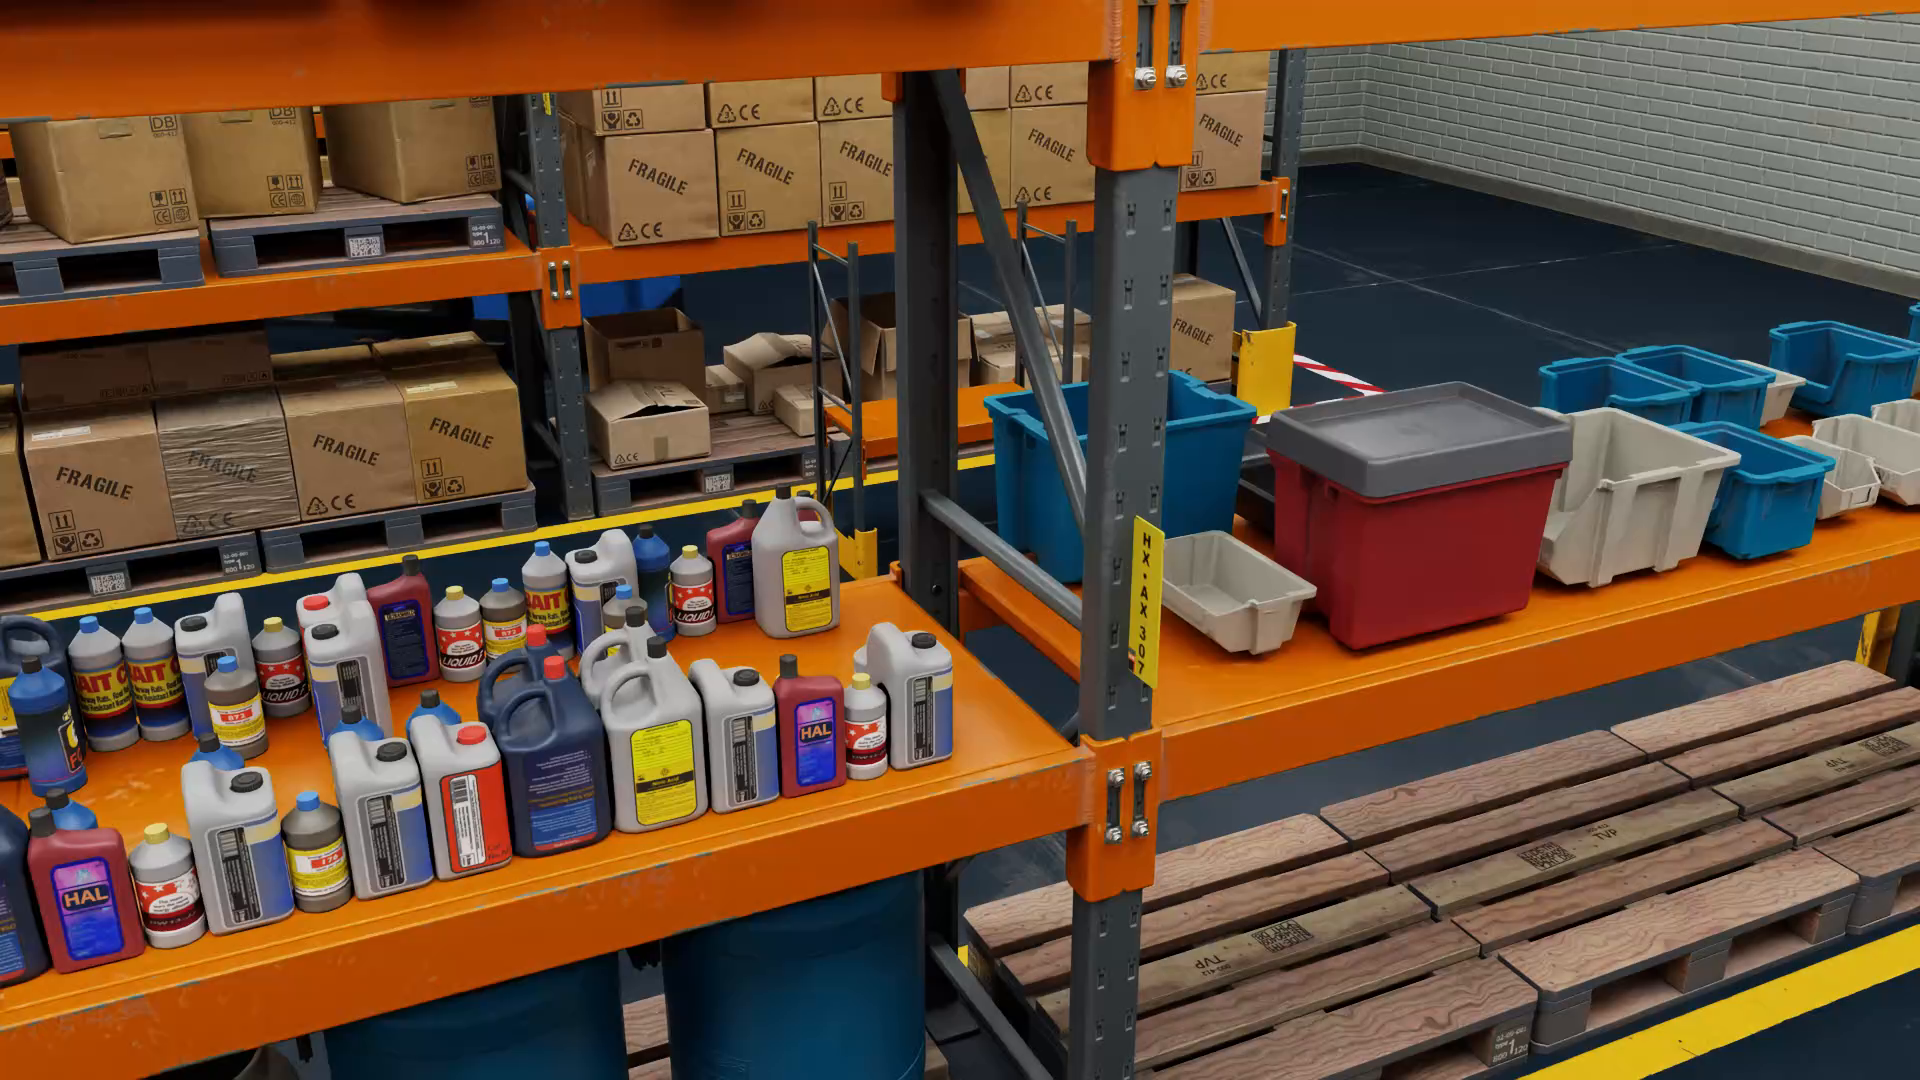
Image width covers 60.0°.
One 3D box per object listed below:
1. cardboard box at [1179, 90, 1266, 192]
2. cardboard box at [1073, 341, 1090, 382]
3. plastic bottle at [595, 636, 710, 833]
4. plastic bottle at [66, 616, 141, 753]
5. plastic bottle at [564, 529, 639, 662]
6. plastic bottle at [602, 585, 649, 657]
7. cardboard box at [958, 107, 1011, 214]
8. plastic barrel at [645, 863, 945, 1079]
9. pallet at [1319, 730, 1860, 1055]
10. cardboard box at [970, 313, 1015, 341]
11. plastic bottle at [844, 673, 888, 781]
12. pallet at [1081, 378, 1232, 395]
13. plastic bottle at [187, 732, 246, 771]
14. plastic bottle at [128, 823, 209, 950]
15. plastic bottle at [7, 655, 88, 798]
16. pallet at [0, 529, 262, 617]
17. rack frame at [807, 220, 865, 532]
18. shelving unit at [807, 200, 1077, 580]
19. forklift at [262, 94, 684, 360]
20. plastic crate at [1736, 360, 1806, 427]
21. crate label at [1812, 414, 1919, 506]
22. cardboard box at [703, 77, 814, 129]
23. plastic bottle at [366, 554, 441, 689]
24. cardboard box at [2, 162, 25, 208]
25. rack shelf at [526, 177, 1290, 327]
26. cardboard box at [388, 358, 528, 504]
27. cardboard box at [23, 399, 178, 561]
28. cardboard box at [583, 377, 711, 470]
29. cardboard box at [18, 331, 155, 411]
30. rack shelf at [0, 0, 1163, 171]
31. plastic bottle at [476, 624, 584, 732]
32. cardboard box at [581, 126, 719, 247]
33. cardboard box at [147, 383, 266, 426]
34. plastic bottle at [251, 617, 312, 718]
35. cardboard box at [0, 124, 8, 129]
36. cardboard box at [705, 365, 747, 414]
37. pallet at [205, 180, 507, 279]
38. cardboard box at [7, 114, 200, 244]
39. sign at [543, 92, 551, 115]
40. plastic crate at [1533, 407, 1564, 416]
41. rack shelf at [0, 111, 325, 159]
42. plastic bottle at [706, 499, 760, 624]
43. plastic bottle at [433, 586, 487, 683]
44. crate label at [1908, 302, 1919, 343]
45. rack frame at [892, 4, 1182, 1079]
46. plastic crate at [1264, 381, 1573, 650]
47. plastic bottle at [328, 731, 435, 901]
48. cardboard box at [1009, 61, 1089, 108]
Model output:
[{"bbox_3d":[1.291,-2.191,8.990,0.500,0.500,0.500,-10,24,-22],"label":"cardboard box"},{"bbox_3d":[0.790,-0.996,9.363,0.250,0.166,0.380,-10,25,-24],"label":"cardboard box"},{"bbox_3d":[-0.569,0.346,3.056,0.185,0.351,0.144,-10,25,-24],"label":"plastic bottle"},{"bbox_3d":[-1.712,0.281,3.317,0.097,0.271,0.097,0,22,0],"label":"plastic bottle"},{"bbox_3d":[-0.794,0.122,3.696,0.135,0.276,0.152,-10,25,-24],"label":"plastic bottle"},{"bbox_3d":[-0.723,0.196,3.614,0.097,0.201,0.097,0,22,0],"label":"plastic bottle"},{"bbox_3d":[-0.080,-1.939,8.382,0.500,0.500,0.500,-11,25,-24],"label":"cardboard box"},{"bbox_3d":[-0.380,0.918,3.804,0.708,0.901,0.600,-10,25,-24],"label":"plastic barrel"},{"bbox_3d":[1.864,1.008,5.040,1.213,0.211,1.003,-10,25,-24],"label":"pallet"},{"bbox_3d":[0.063,-1.087,9.475,0.500,0.250,0.500,-10,25,-24],"label":"cardboard box"},{"bbox_3d":[-0.190,0.356,3.229,0.097,0.201,0.097,0,22,0],"label":"plastic bottle"},{"bbox_3d":[0.791,-0.879,9.598,1.213,0.211,1.003,-10,25,-24],"label":"pallet"},{"bbox_3d":[-1.282,0.460,2.886,0.097,0.271,0.097,0,22,0],"label":"plastic bottle"},{"bbox_3d":[-1.304,0.561,2.733,0.097,0.201,0.097,0,22,0],"label":"plastic bottle"},{"bbox_3d":[-1.737,0.347,3.158,0.097,0.271,0.097,0,22,0],"label":"plastic bottle"},{"bbox_3d":[-3.845,-0.009,7.496,1.213,0.211,1.003,-10,25,-24],"label":"pallet"},{"bbox_3d":[-0.535,-0.595,7.225,0.032,1.500,0.500,-10,25,-24],"label":"rack frame"},{"bbox_3d":[-0.069,-0.680,7.433,1.083,1.500,0.587,-10,25,-24],"label":"shelving unit"},{"bbox_3d":[-3.387,-2.642,10.301,3.031,2.935,1.130,2,23,5],"label":"forklift"},{"bbox_3d":[2.421,-0.446,5.173,0.298,0.136,0.250,-10,25,-24],"label":"plastic crate"},{"bbox_3d":[2.558,-0.216,4.615,0.243,0.136,0.396,-10,25,-24],"label":"crate label"},{"bbox_3d":[-1.016,-2.224,7.764,0.500,0.500,0.500,-11,25,-25],"label":"cardboard box"},{"bbox_3d":[-1.198,0.173,3.562,0.133,0.283,0.061,-10,25,-24],"label":"plastic bottle"},{"bbox_3d":[-6.272,-2.113,11.194,0.750,0.750,0.750,-11,25,-24],"label":"cardboard box"},{"bbox_3d":[-0.225,-1.649,8.751,4.000,0.370,1.077,-10,25,-24],"label":"rack shelf"},{"bbox_3d":[-2.348,-0.517,7.770,0.500,0.500,0.500,-11,25,-24],"label":"cardboard box"},{"bbox_3d":[-3.706,-0.270,7.173,0.500,0.500,0.500,-11,25,-25],"label":"cardboard box"},{"bbox_3d":[-1.555,-0.605,8.231,0.500,0.311,0.500,-10,25,-24],"label":"cardboard box"},{"bbox_3d":[-3.922,-0.799,7.470,0.500,0.250,0.500,-11,25,-25],"label":"cardboard box"},{"bbox_3d":[-1.684,-0.663,2.449,4.000,0.370,1.077,-10,25,-24],"label":"rack shelf"},{"bbox_3d":[-0.798,0.327,3.102,0.185,0.351,0.144,-10,25,-24],"label":"plastic bottle"},{"bbox_3d":[-1.450,-1.686,7.771,0.500,0.500,0.500,-10,24,-22],"label":"cardboard box"},{"bbox_3d":[-3.498,-0.529,7.798,0.500,0.500,0.500,-10,25,-23],"label":"cardboard box"},{"bbox_3d":[-1.415,0.259,3.462,0.097,0.201,0.097,0,22,0],"label":"plastic bottle"},{"bbox_3d":[-6.239,-2.783,10.854,0.250,0.149,0.380,-10,25,-23],"label":"cardboard box"},{"bbox_3d":[-1.325,-0.810,8.938,0.250,0.149,0.380,-10,25,-24],"label":"cardboard box"},{"bbox_3d":[-2.795,-1.466,7.620,1.213,0.211,1.003,-10,25,-24],"label":"pallet"},{"bbox_3d":[-3.592,-1.575,6.954,0.500,0.500,0.700,-18,29,-37],"label":"cardboard box"},{"bbox_3d":[-1.783,-1.994,7.130,0.005,0.325,0.100,-10,25,-24],"label":"sign"},{"bbox_3d":[1.556,-0.240,4.674,0.466,0.136,0.293,-10,25,-24],"label":"plastic crate"},{"bbox_3d":[-5.981,-2.692,11.271,4.000,0.370,1.077,-10,25,-24],"label":"rack shelf"},{"bbox_3d":[-0.518,0.048,3.864,0.133,0.283,0.061,-10,25,-24],"label":"plastic bottle"},{"bbox_3d":[-1.086,0.198,3.608,0.097,0.201,0.097,0,22,0],"label":"plastic bottle"},{"bbox_3d":[3.357,-0.628,5.486,0.303,0.233,0.416,-10,25,-24],"label":"crate label"},{"bbox_3d":[0.118,0.058,3.687,0.127,3.000,1.000,-10,25,-24],"label":"rack frame"},{"bbox_3d":[1.031,-0.061,3.812,0.583,0.464,0.402,-10,25,-24],"label":"plastic crate"},{"bbox_3d":[-1.002,0.459,2.881,0.135,0.276,0.152,-10,25,-24],"label":"plastic bottle"},{"bbox_3d":[0.375,-2.481,8.383,0.500,0.500,0.500,-10,24,-22],"label":"cardboard box"}]
